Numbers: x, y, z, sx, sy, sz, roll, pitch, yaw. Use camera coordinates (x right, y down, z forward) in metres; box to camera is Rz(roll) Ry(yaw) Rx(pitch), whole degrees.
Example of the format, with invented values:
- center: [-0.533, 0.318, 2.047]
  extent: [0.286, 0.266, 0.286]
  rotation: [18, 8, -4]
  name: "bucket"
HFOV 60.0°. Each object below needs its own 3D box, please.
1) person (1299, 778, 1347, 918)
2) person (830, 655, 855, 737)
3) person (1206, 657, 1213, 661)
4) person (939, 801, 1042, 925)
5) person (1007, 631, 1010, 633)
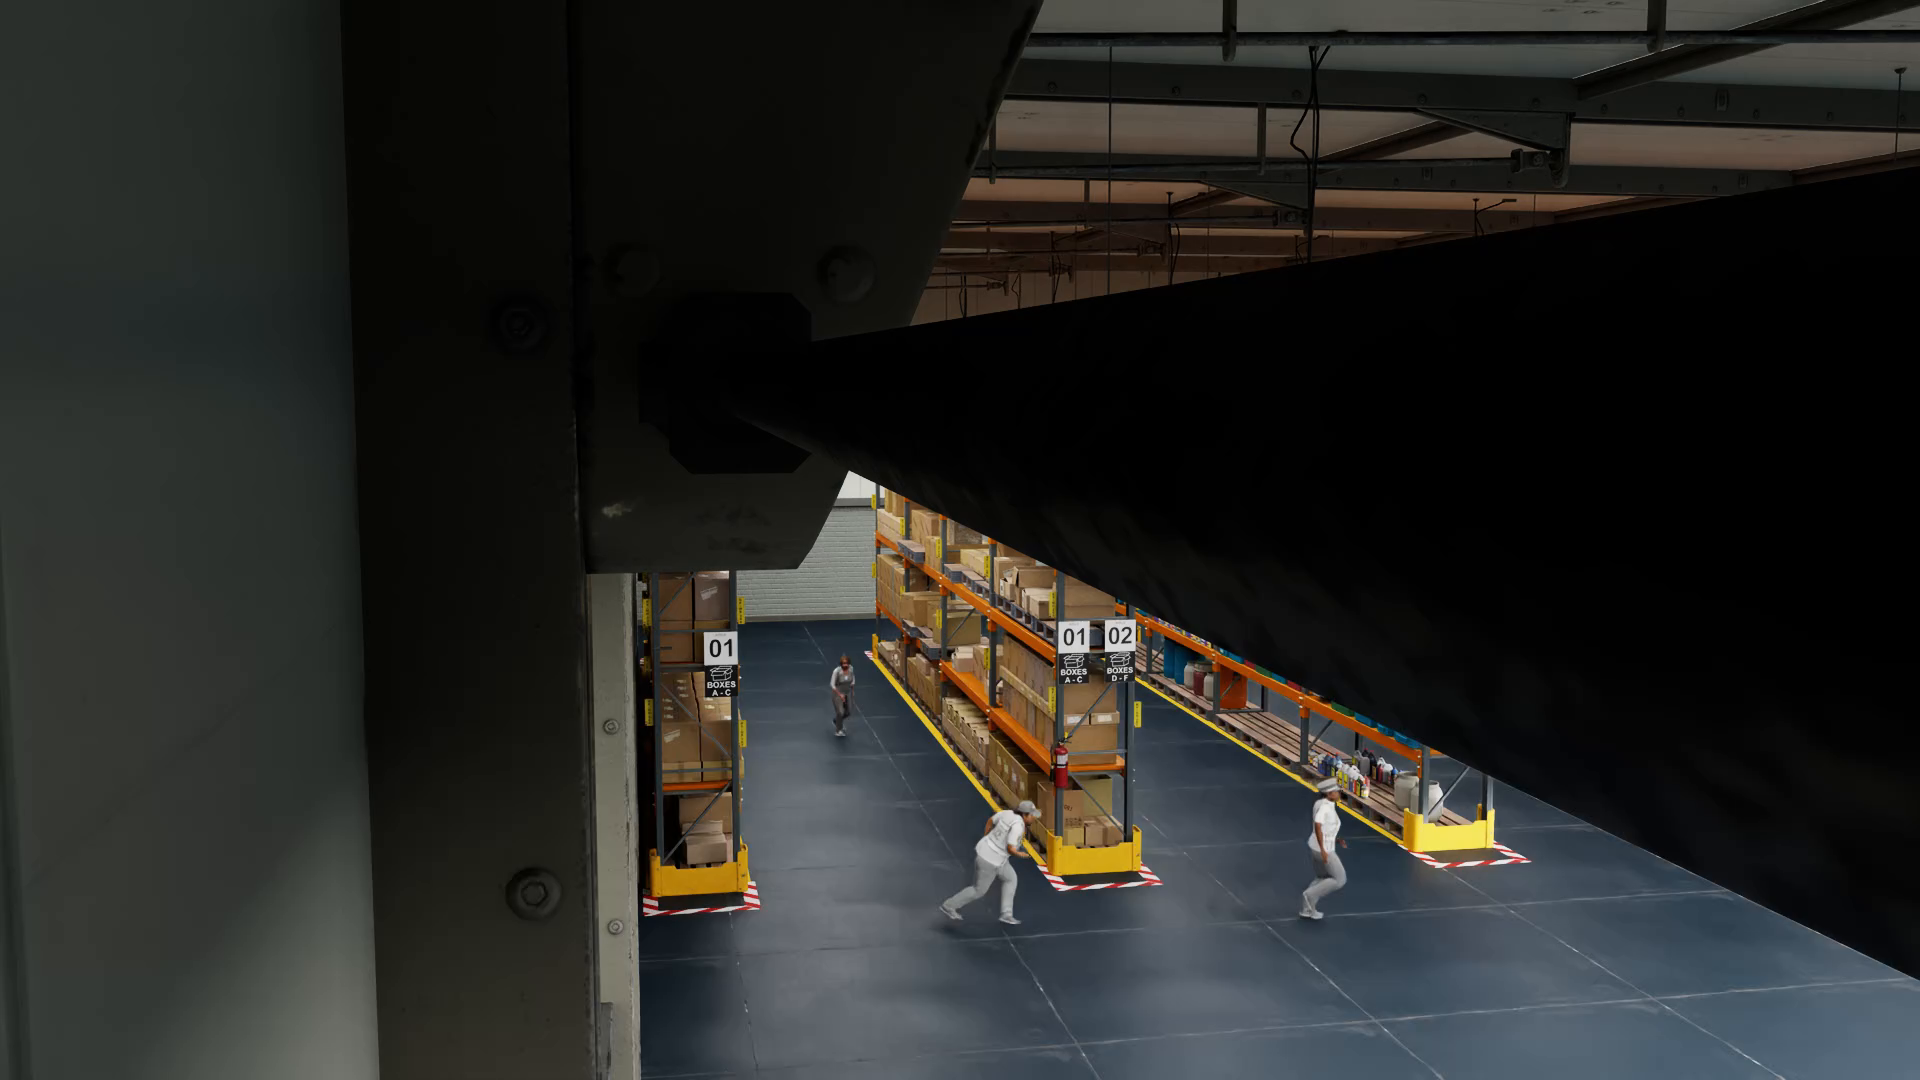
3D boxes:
- center: [4.183, 3.559, 19.116]
  extent: [0.526, 1.645, 0.642]
  rotation: [1, 6, 9]
  name: "person"
- center: [-2.060, 2.665, 28.610]
  extent: [0.526, 1.472, 0.760]
  rotation: [-4, 7, -35]
  name: "person"
- center: [5.408, 1.888, 35.428]
  extent: [0.704, 1.599, 0.917]
  rotation: [-3, 6, -24]
  name: "person"
- center: [0.348, 3.695, 18.909]
  extent: [1.161, 1.478, 0.589]
  rotation: [-1, 6, -5]
  name: "person"
- center: [1.217, 2.055, 33.431]
  extent: [0.707, 1.715, 0.732]
  rotation: [-3, 7, -28]
  name: "person"
